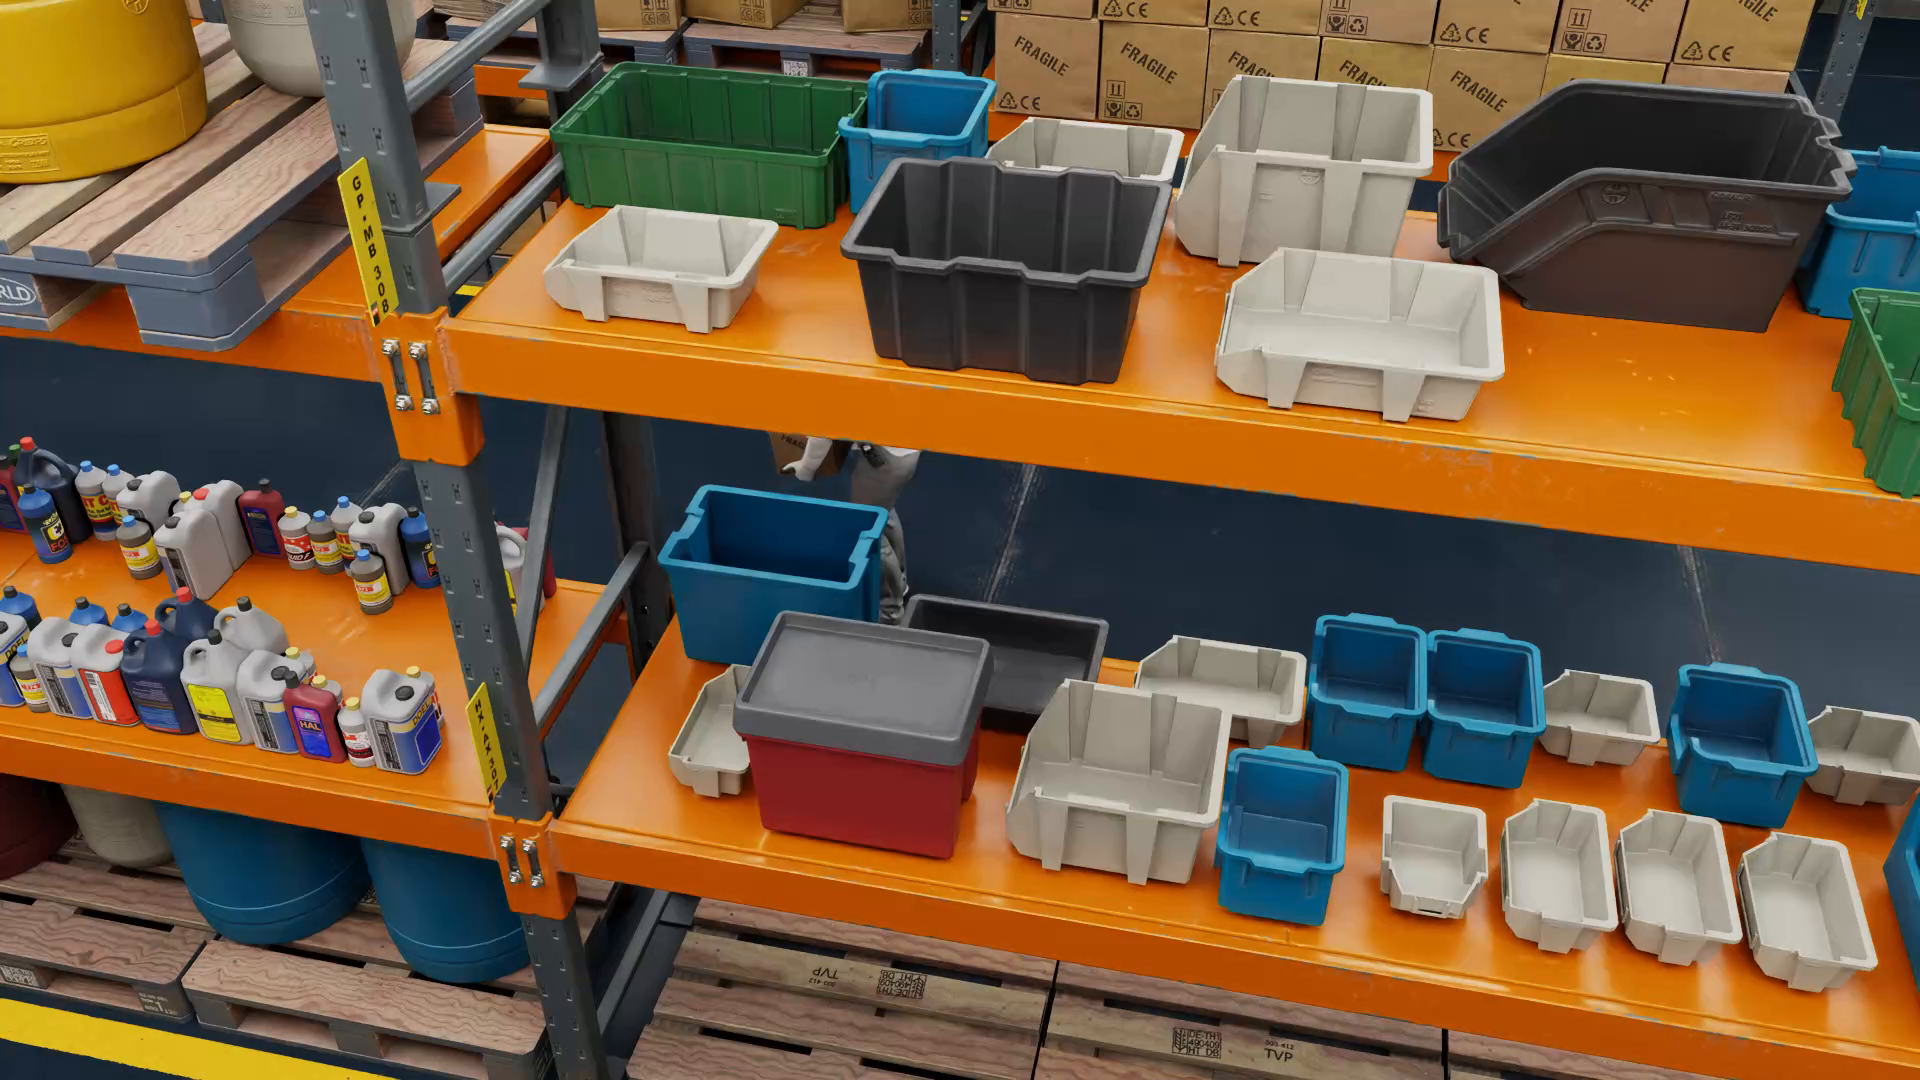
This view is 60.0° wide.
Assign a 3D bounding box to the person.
[{"bbox_3d":[-0.418,-0.361,6.668,0.543,1.630,0.412,7,37,9],"label":"person"}]
